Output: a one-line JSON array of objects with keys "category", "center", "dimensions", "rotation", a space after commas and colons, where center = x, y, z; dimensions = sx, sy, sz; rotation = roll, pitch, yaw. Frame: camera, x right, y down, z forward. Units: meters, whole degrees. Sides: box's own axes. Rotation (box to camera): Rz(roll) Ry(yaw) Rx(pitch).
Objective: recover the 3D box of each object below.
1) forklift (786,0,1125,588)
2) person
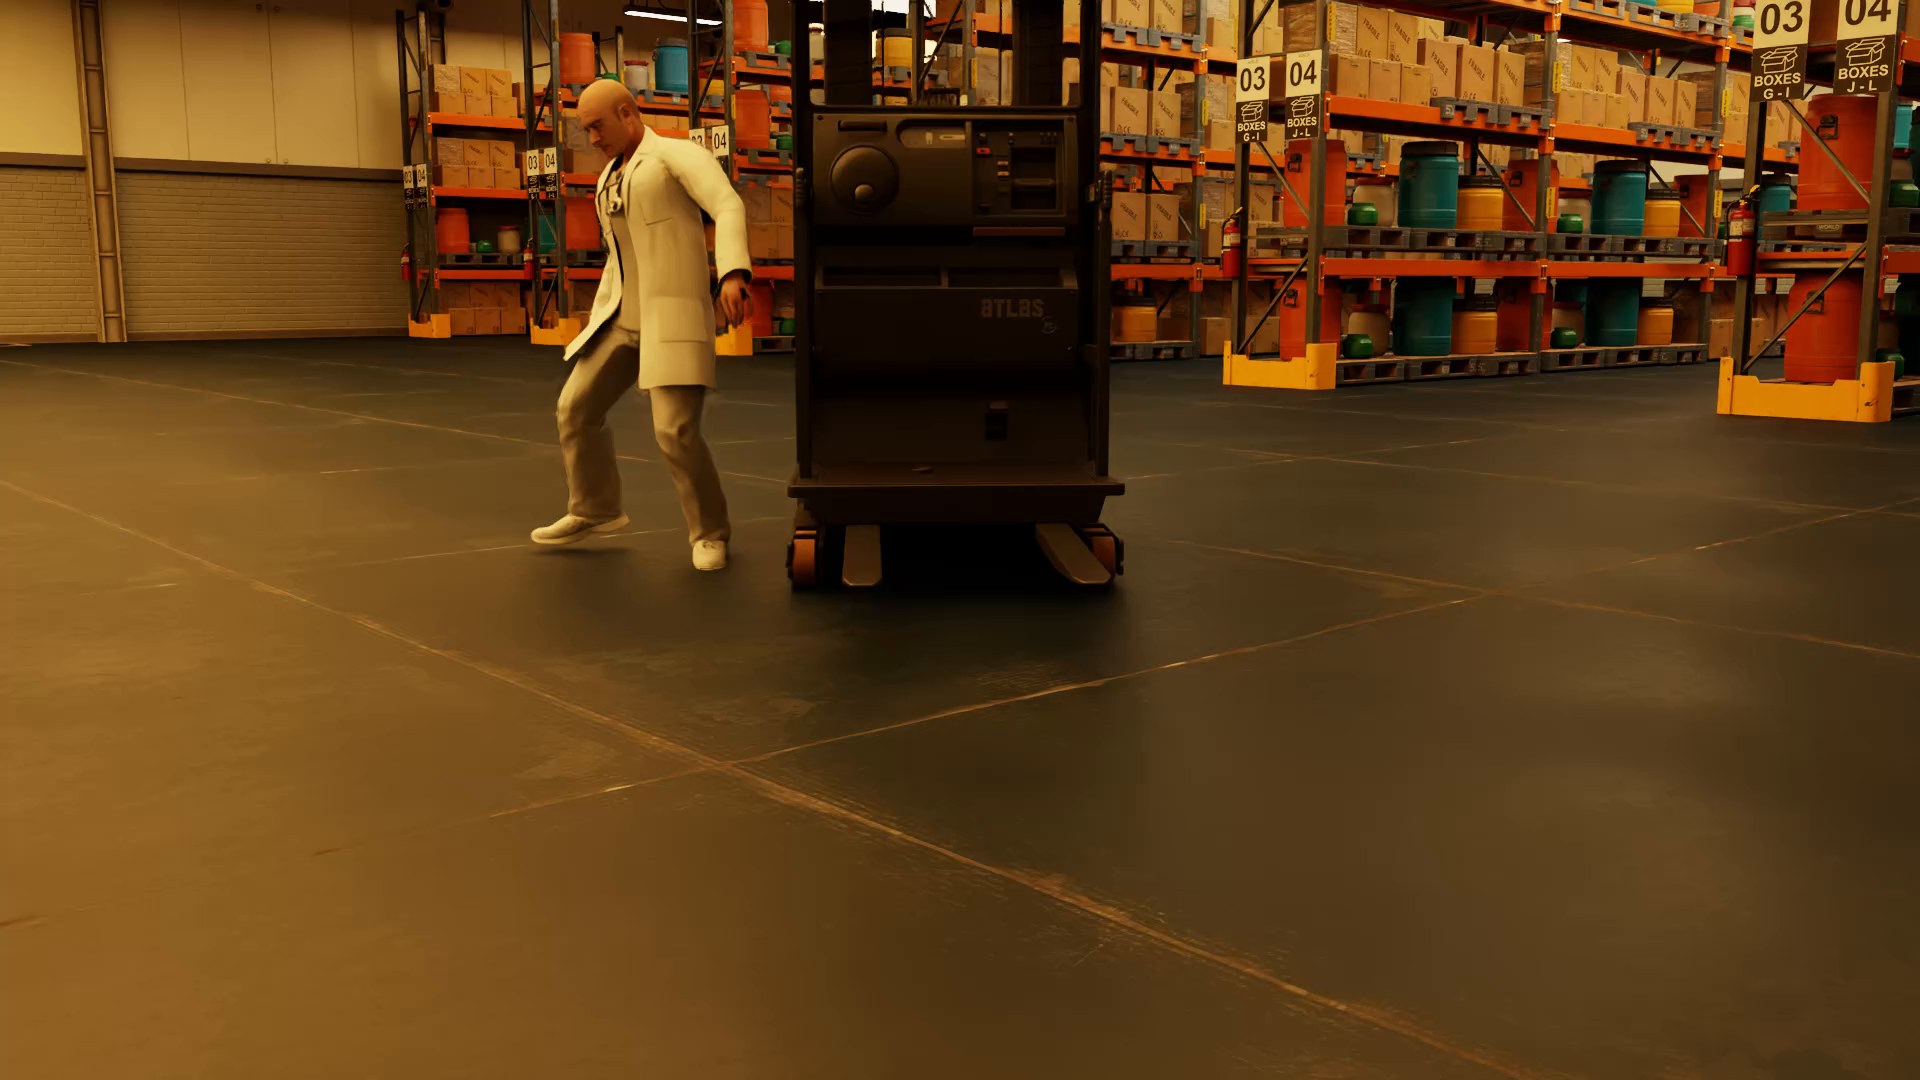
[{"category": "forklift", "center": [-0.035, -1.343, 5.636], "dimensions": [1.130, 2.935, 3.031], "rotation": [0, 9, -3]}, {"category": "person", "center": [-1.104, -0.758, 5.953], "dimensions": [1.138, 1.719, 0.494], "rotation": [7, 11, 40]}]
